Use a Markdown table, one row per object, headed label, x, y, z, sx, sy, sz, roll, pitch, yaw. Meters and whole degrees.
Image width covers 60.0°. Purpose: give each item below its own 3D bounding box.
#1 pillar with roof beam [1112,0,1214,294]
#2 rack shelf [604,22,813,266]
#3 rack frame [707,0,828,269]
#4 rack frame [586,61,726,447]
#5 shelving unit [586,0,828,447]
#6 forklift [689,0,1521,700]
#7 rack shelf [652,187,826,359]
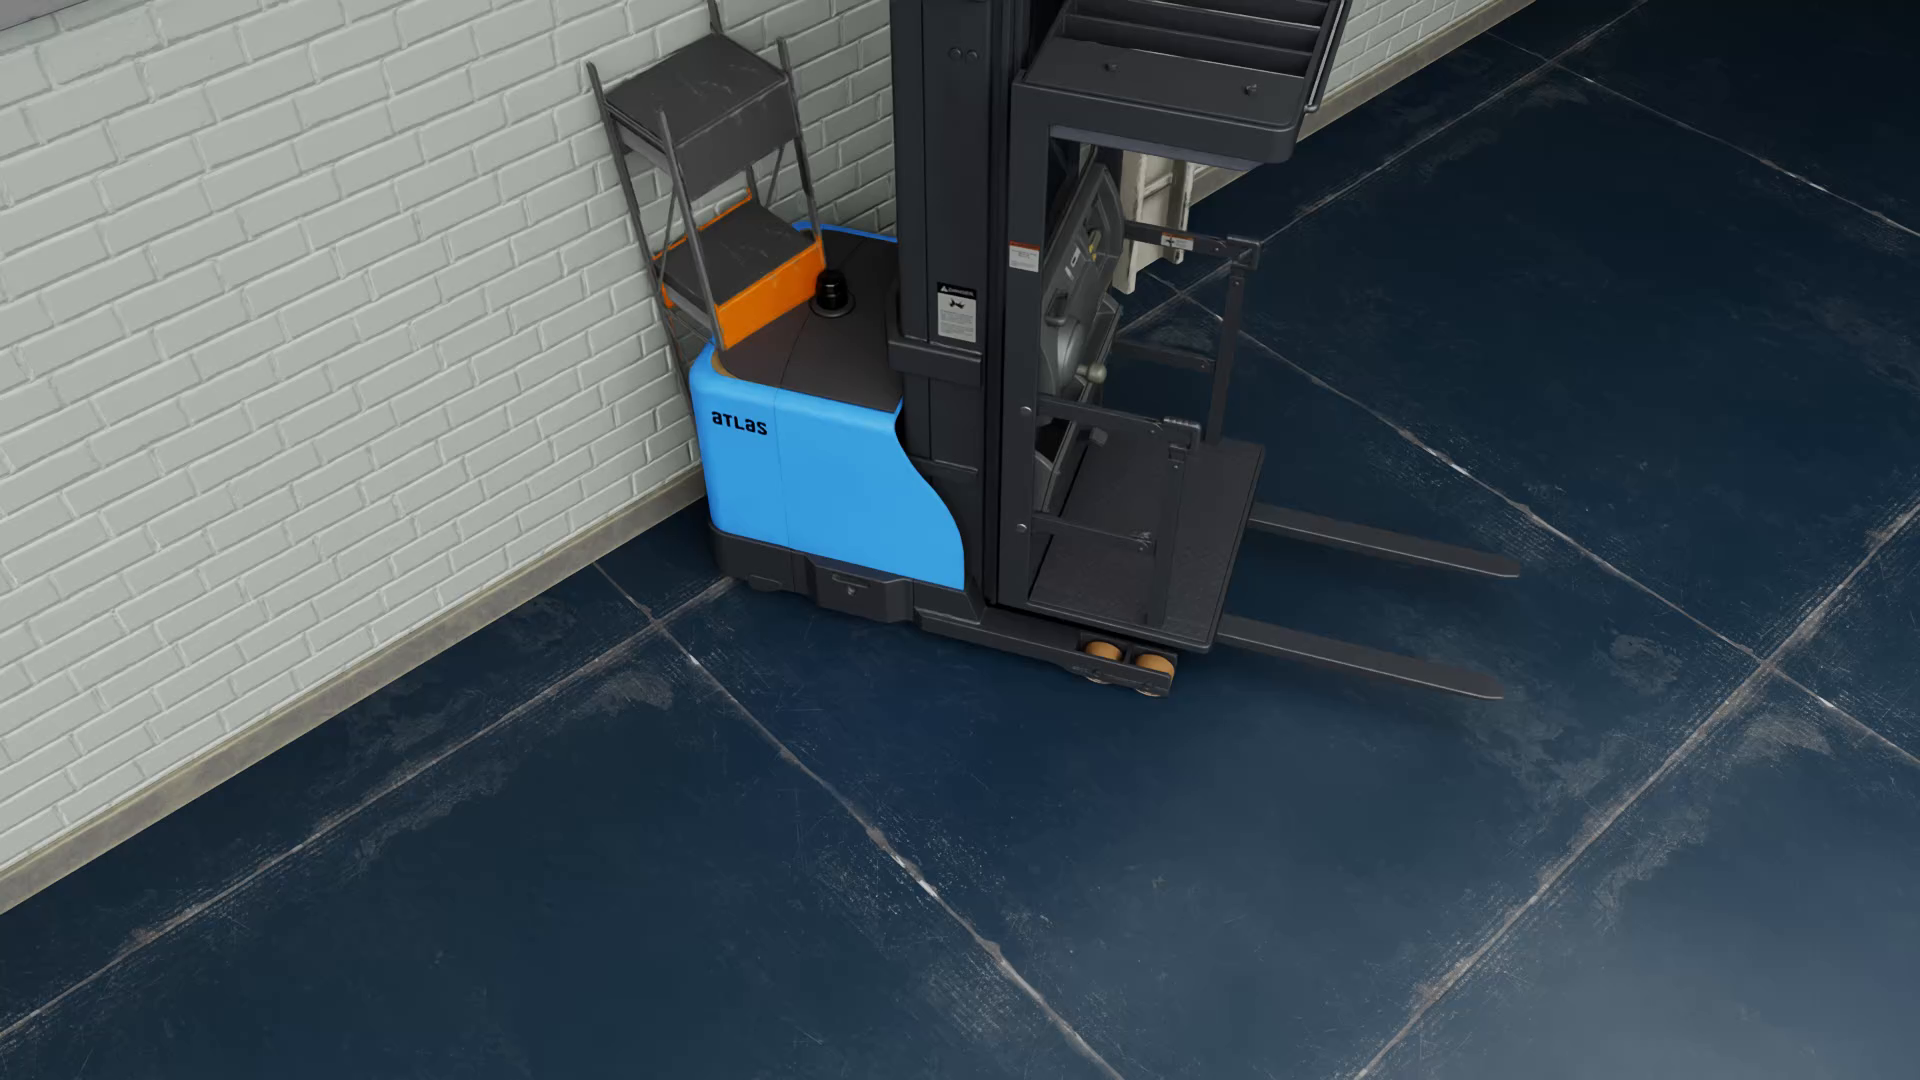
| label | x | y | z | sx | sy | sz | roll | pitch | yaw |
| --- | --- | --- | --- | --- | --- | --- | --- | --- | --- |
| pillar with roof beam | 3.723 | -2.043 | 2.512 | 0.400 | 9.000 | 9.100 | -34 | 56 | -27 |
| rack shelf | -0.843 | -1.325 | 5.564 | 0.480 | 0.518 | 0.431 | -38 | 57 | -23 |
| rack frame | -0.614 | -1.036 | 6.192 | 0.015 | 2.100 | 0.400 | -38 | 57 | -23 |
| rack frame | -0.967 | -0.757 | 6.002 | 0.015 | 2.100 | 0.400 | -38 | 57 | -23 |
| shelving unit | -0.790 | -0.896 | 6.097 | 0.503 | 2.100 | 0.431 | -38 | 57 | -23 |
| forklift | 0.600 | -0.852 | 5.542 | 3.031 | 2.935 | 1.130 | 13 | 49 | 12 |
| rack shelf | -0.789 | -0.888 | 6.107 | 0.480 | 0.518 | 0.431 | -38 | 57 | -23 |
